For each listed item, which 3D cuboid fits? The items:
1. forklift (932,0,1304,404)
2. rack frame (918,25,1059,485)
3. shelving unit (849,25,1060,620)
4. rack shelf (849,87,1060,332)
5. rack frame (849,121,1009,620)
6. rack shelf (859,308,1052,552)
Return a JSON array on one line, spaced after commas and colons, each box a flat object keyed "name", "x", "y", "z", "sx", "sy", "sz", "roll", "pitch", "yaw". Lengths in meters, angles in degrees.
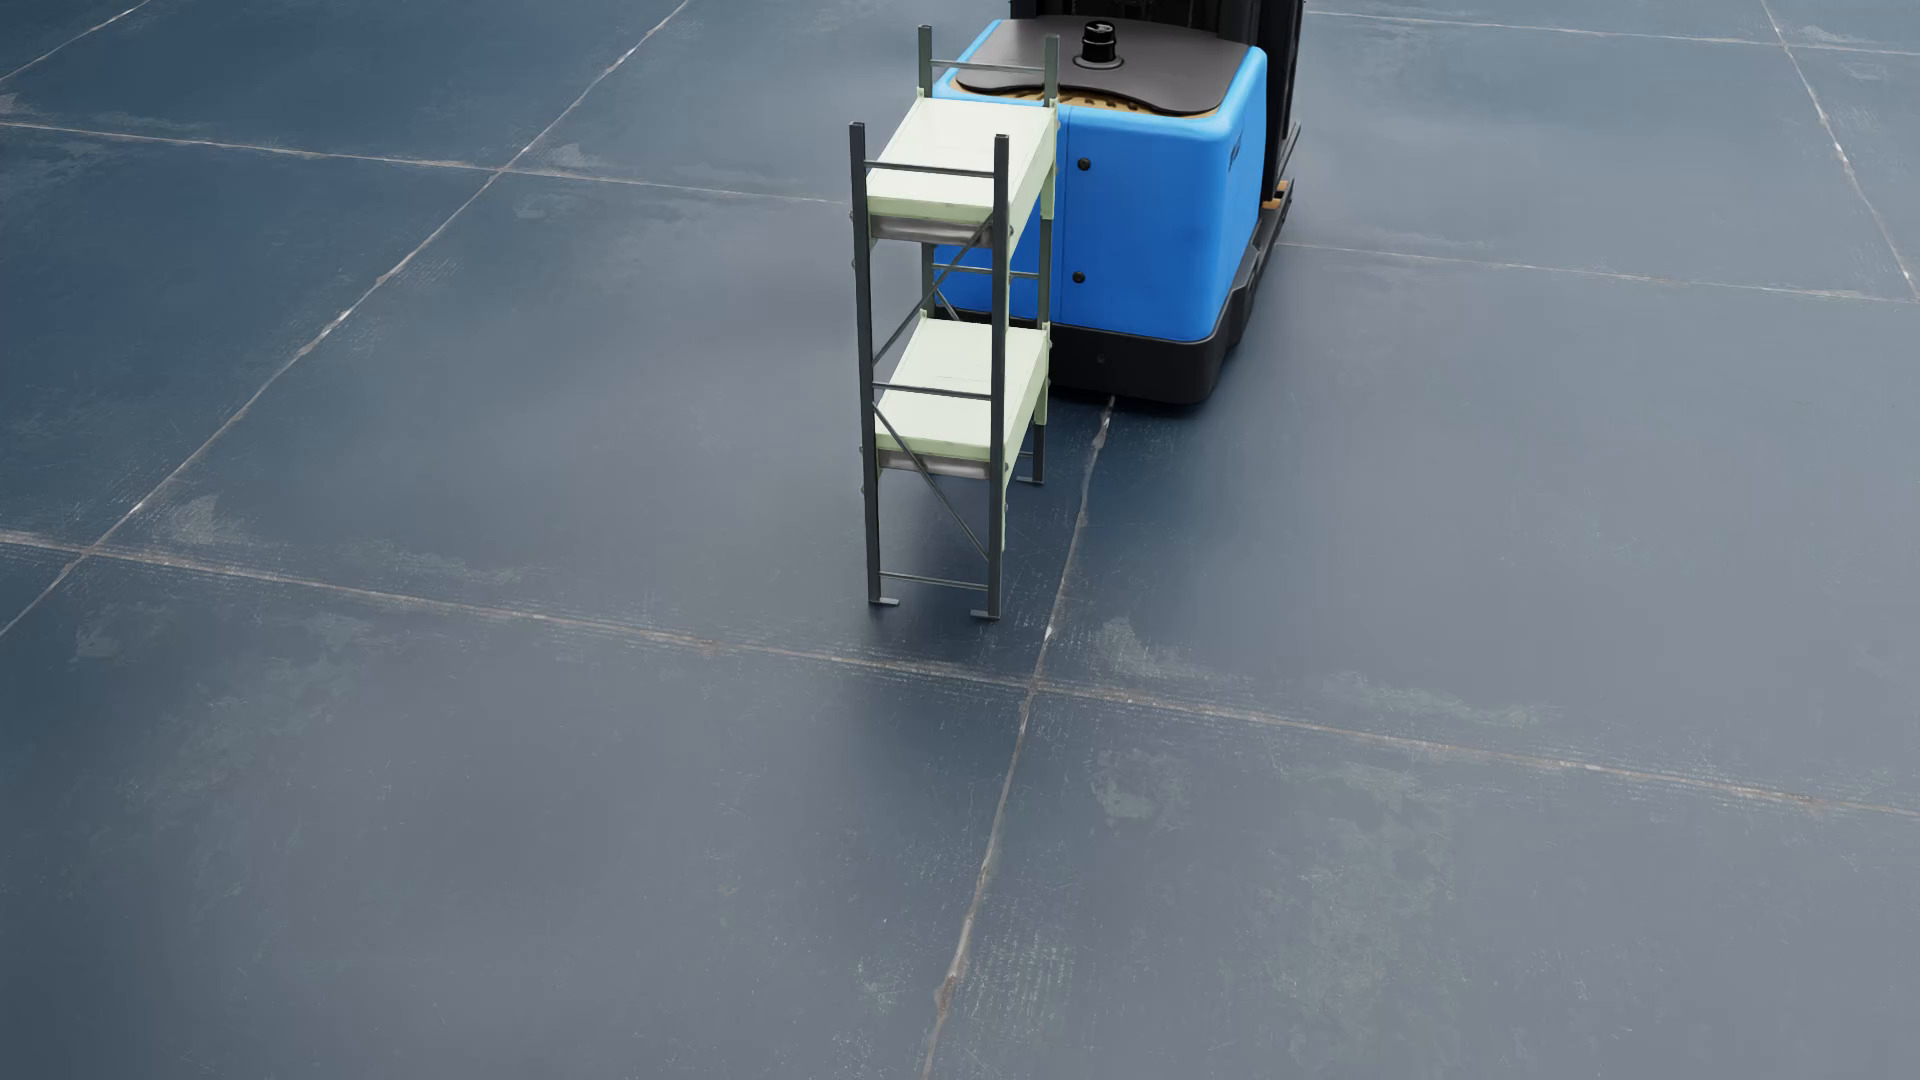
[{"name": "forklift", "x": 0.802, "y": -2.523, "z": 6.234, "sx": 1.130, "sy": 2.935, "sz": 3.031, "roll": 11, "pitch": 37, "yaw": 14}, {"name": "rack frame", "x": 0.080, "y": -0.821, "z": 5.105, "sx": 0.400, "sy": 1.500, "sz": 0.023, "roll": 7, "pitch": 37, "yaw": 10}, {"name": "shelving unit", "x": 0.001, "y": -0.611, "z": 4.815, "sx": 0.431, "sy": 1.500, "sz": 0.755, "roll": 7, "pitch": 37, "yaw": 10}, {"name": "rack shelf", "x": 0.001, "y": -0.927, "z": 4.586, "sx": 0.431, "sy": 0.370, "sz": 0.720, "roll": 7, "pitch": 37, "yaw": 10}, {"name": "rack frame", "x": -0.077, "y": -0.401, "z": 4.526, "sx": 0.400, "sy": 1.500, "sz": 0.023, "roll": 7, "pitch": 37, "yaw": 10}, {"name": "rack shelf", "x": 0.001, "y": -0.347, "z": 5.006, "sx": 0.431, "sy": 0.370, "sz": 0.720, "roll": 7, "pitch": 37, "yaw": 10}]
